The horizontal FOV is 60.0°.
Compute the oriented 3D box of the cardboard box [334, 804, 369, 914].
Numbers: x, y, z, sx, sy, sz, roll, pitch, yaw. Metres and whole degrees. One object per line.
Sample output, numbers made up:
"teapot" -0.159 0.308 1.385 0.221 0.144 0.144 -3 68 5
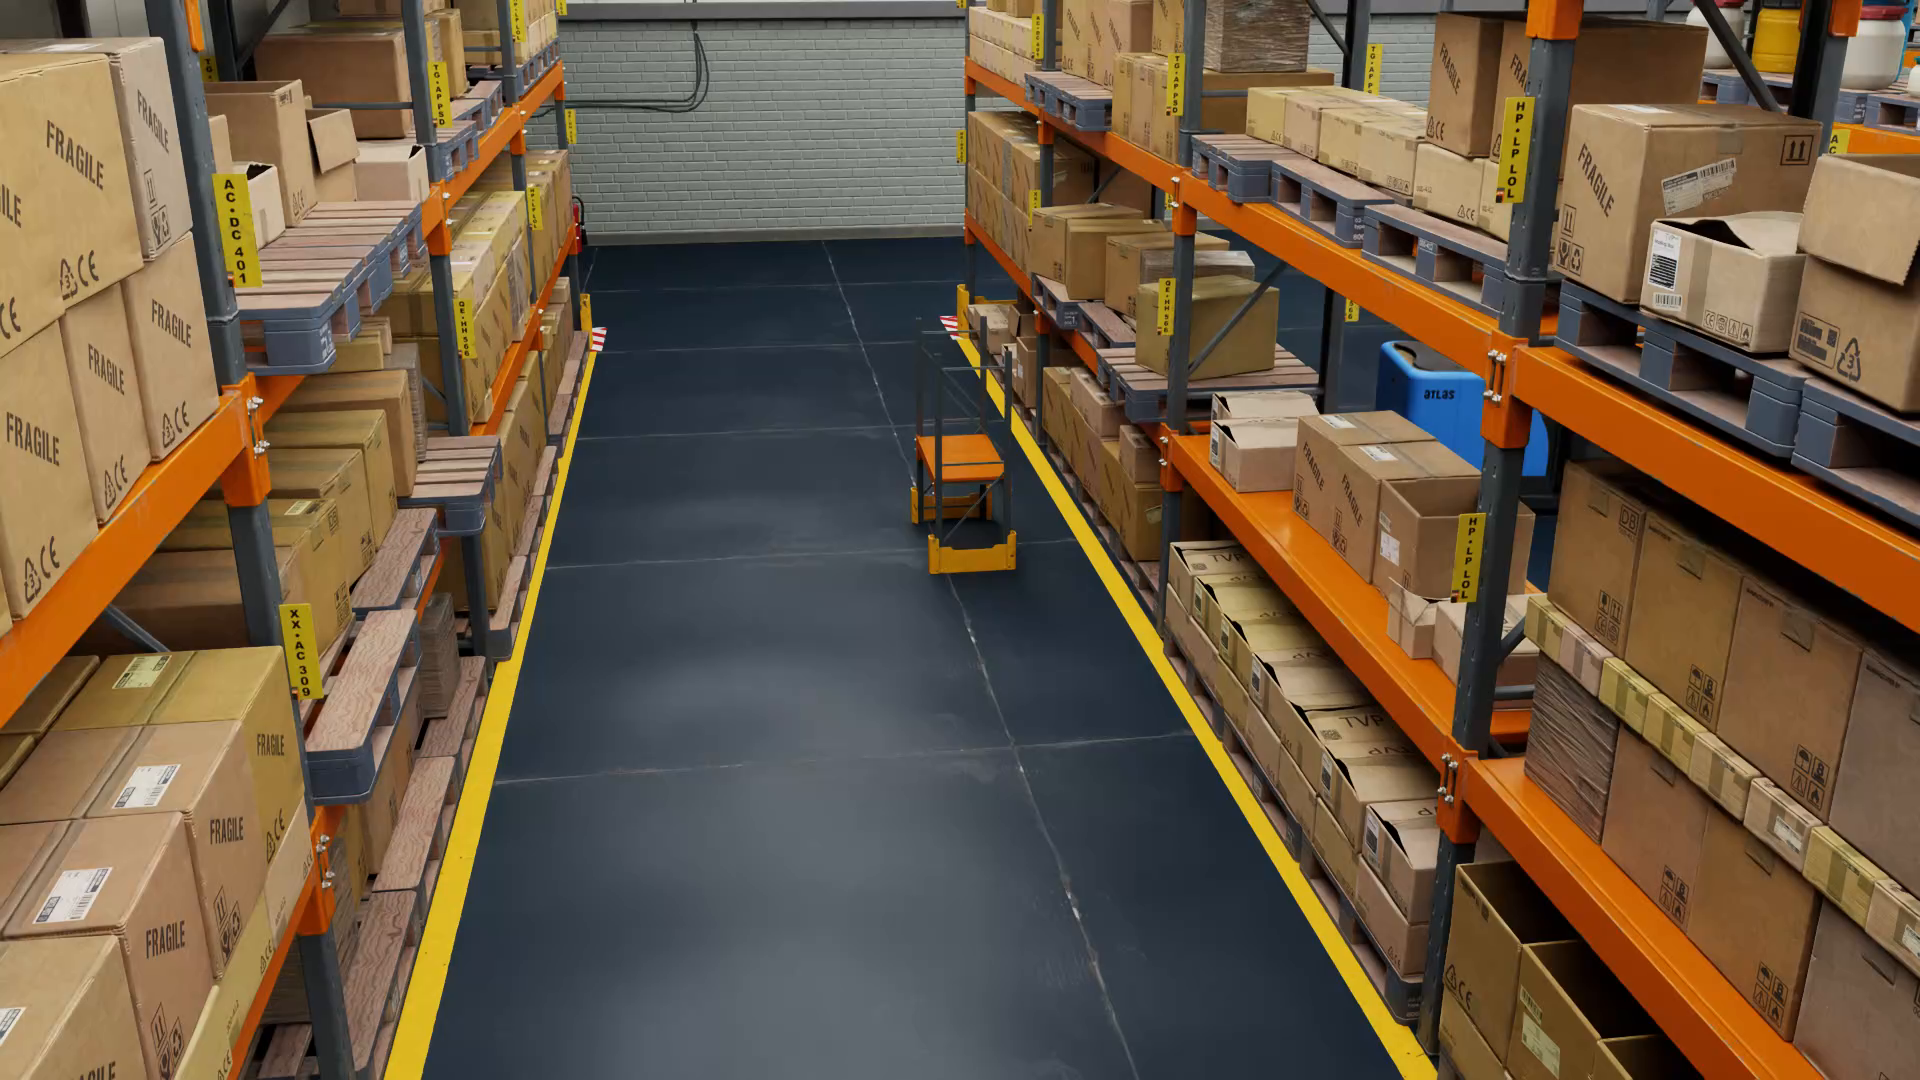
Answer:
"cardboard box" -2.863 1.324 6.828 0.700 0.500 0.500 -3 21 -9

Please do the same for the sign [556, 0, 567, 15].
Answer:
"sign" -3.807 -5.171 15.834 0.100 0.325 0.005 -3 21 -8

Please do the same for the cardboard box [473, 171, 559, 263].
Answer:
"cardboard box" -4.046 -2.814 14.535 0.980 0.700 0.700 -4 21 -10

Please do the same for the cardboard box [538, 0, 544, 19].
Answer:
"cardboard box" -3.826 -4.701 14.129 0.500 0.500 0.500 -4 21 -10

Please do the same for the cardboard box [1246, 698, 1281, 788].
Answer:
"cardboard box" 1.721 0.972 8.156 0.500 0.250 0.500 -2 21 -7

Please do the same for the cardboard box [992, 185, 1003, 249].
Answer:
"cardboard box" 0.578 -2.971 15.241 0.500 0.500 0.500 -3 21 -7

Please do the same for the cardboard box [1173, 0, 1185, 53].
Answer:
"cardboard box" 1.579 -3.095 9.857 0.500 0.500 0.500 -3 21 -8

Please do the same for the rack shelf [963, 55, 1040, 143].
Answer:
"rack shelf" 0.844 -3.992 14.859 1.077 0.370 4.000 -3 21 -8

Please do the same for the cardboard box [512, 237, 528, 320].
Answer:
"cardboard box" -3.370 -1.853 11.793 0.500 0.500 0.500 -3 21 -7

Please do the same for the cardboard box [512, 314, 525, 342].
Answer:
"cardboard box" -3.292 -1.503 11.783 0.380 0.149 0.250 -3 21 -8

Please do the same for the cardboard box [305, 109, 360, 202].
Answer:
"cardboard box" -3.098 -1.605 7.263 0.797 0.503 0.637 0 20 0

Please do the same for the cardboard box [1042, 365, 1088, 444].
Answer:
"cardboard box" 0.961 -1.087 13.283 0.500 0.500 0.500 -4 21 -10

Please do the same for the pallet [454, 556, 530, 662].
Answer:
"pallet" -3.232 0.434 10.252 1.003 0.211 1.213 -3 21 -8

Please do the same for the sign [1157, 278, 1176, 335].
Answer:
"sign" 1.173 -1.321 9.425 0.100 0.325 0.005 -3 21 -8

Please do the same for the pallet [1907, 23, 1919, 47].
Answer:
"pallet" 10.476 -5.222 17.251 1.003 0.211 1.213 -3 21 -8

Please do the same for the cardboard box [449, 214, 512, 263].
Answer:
"cardboard box" -3.311 -2.024 11.181 0.500 0.250 0.500 -3 21 -7

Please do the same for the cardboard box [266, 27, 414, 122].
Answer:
"cardboard box" -3.448 -2.599 9.330 0.700 0.500 0.500 -4 21 -11

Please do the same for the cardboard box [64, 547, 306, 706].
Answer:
"cardboard box" -2.656 0.359 5.697 0.700 0.500 0.500 -3 21 -8

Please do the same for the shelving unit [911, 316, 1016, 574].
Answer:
"shelving unit" 0.011 -0.676 11.383 0.587 1.500 1.083 -3 21 -8

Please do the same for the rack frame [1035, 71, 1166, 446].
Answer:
"rack frame" 1.132 -2.232 13.404 1.000 3.000 0.127 -3 21 -8

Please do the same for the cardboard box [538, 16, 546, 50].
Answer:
"cardboard box" -3.822 -4.344 14.243 0.500 0.250 0.500 -4 21 -9

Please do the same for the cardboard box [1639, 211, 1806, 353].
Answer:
"cardboard box" 2.175 -0.713 4.378 0.500 0.311 0.500 -4 21 -11

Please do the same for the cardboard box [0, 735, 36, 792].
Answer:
"cardboard box" -2.684 0.852 4.263 0.500 0.500 0.500 -3 21 -8

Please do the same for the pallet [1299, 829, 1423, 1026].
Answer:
"pallet" 2.141 1.591 7.153 1.003 0.211 1.213 -3 21 -8

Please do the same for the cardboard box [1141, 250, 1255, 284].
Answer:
"cardboard box" 1.564 -1.629 11.047 0.700 0.500 0.500 1 20 2

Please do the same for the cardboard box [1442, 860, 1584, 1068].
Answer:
"cardboard box" 2.042 1.455 5.792 0.500 0.500 0.500 -3 21 -8

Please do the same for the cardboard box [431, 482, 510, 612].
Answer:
"cardboard box" -3.169 -0.046 10.026 0.750 0.750 0.750 -3 21 -8

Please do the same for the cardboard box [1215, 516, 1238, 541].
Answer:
"cardboard box" 1.926 -0.054 10.517 0.500 0.500 0.500 -2 21 -5

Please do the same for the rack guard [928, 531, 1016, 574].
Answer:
"rack guard" 0.083 0.082 11.140 0.587 0.250 0.087 -3 21 -8

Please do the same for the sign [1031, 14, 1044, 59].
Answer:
"sign" 0.596 -3.849 12.708 0.100 0.325 0.005 -3 21 -8

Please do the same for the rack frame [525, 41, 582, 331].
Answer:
"rack frame" -4.346 -3.365 16.440 1.000 3.000 0.127 -3 21 -8

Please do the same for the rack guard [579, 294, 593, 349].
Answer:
"rack guard" -4.349 -2.203 16.899 1.175 0.500 0.348 -3 21 -8

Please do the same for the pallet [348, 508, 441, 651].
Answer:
"pallet" -2.867 0.178 7.228 1.003 0.211 1.213 -3 21 -8

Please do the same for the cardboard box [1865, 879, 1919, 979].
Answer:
"cardboard box" 2.393 0.913 3.915 0.380 0.149 0.250 -3 21 -8

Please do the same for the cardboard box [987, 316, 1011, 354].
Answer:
"cardboard box" 0.497 -1.986 16.047 0.500 0.250 0.500 -3 21 -8

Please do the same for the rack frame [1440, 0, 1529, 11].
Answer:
"rack frame" 5.458 -6.675 16.728 1.000 3.000 0.127 -3 21 -8

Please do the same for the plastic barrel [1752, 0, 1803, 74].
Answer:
"plastic barrel" 6.367 -3.864 12.619 0.600 0.588 0.600 0 20 0

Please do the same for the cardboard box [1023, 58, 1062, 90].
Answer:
"cardboard box" 0.799 -3.721 13.320 0.500 0.250 0.500 -3 21 -8

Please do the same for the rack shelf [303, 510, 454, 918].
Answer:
"rack shelf" -2.904 0.434 7.295 1.077 0.370 4.000 -3 21 -8

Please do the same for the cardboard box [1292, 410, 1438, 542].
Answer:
"cardboard box" 1.967 -0.313 8.125 0.500 0.500 0.500 -4 21 -11

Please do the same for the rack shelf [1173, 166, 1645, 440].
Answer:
"rack shelf" 1.997 -1.222 7.443 1.077 0.370 4.000 -3 21 -8

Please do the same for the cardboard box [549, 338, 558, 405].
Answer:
"cardboard box" -3.845 -1.444 14.269 0.700 0.500 0.500 -3 21 -8

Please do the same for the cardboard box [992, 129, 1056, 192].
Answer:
"cardboard box" 0.583 -3.435 15.054 0.500 0.500 0.500 -3 21 -8

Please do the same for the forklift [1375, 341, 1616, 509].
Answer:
"forklift" 4.713 -1.725 12.146 3.031 2.935 1.130 0 20 1

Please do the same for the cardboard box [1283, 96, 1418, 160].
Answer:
"cardboard box" 1.923 -2.043 8.227 0.500 0.250 0.500 -2 21 -6

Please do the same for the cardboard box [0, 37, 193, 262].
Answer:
"cardboard box" -2.276 -0.981 4.167 0.500 0.500 0.500 -5 21 -12

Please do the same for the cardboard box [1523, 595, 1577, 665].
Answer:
"cardboard box" 2.132 0.290 5.582 0.380 0.149 0.250 -3 21 -8

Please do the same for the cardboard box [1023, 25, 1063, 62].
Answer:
"cardboard box" 0.793 -3.955 13.232 0.500 0.250 0.500 -3 21 -8

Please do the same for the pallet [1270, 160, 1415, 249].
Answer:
"pallet" 2.059 -1.546 7.551 1.003 0.211 1.213 -2 21 -5

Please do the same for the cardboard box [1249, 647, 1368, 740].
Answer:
"cardboard box" 1.724 0.714 8.045 0.500 0.311 0.500 -3 21 -8

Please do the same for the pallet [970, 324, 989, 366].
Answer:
"pallet" 0.682 -2.008 16.791 1.003 0.211 1.213 -3 21 -8

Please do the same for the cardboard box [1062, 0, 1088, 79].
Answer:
"cardboard box" 1.132 -3.749 12.294 0.600 0.600 0.600 -5 21 -13

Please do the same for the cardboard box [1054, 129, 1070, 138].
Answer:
"cardboard box" 1.119 -3.460 15.120 0.500 0.500 0.500 -2 21 -6
